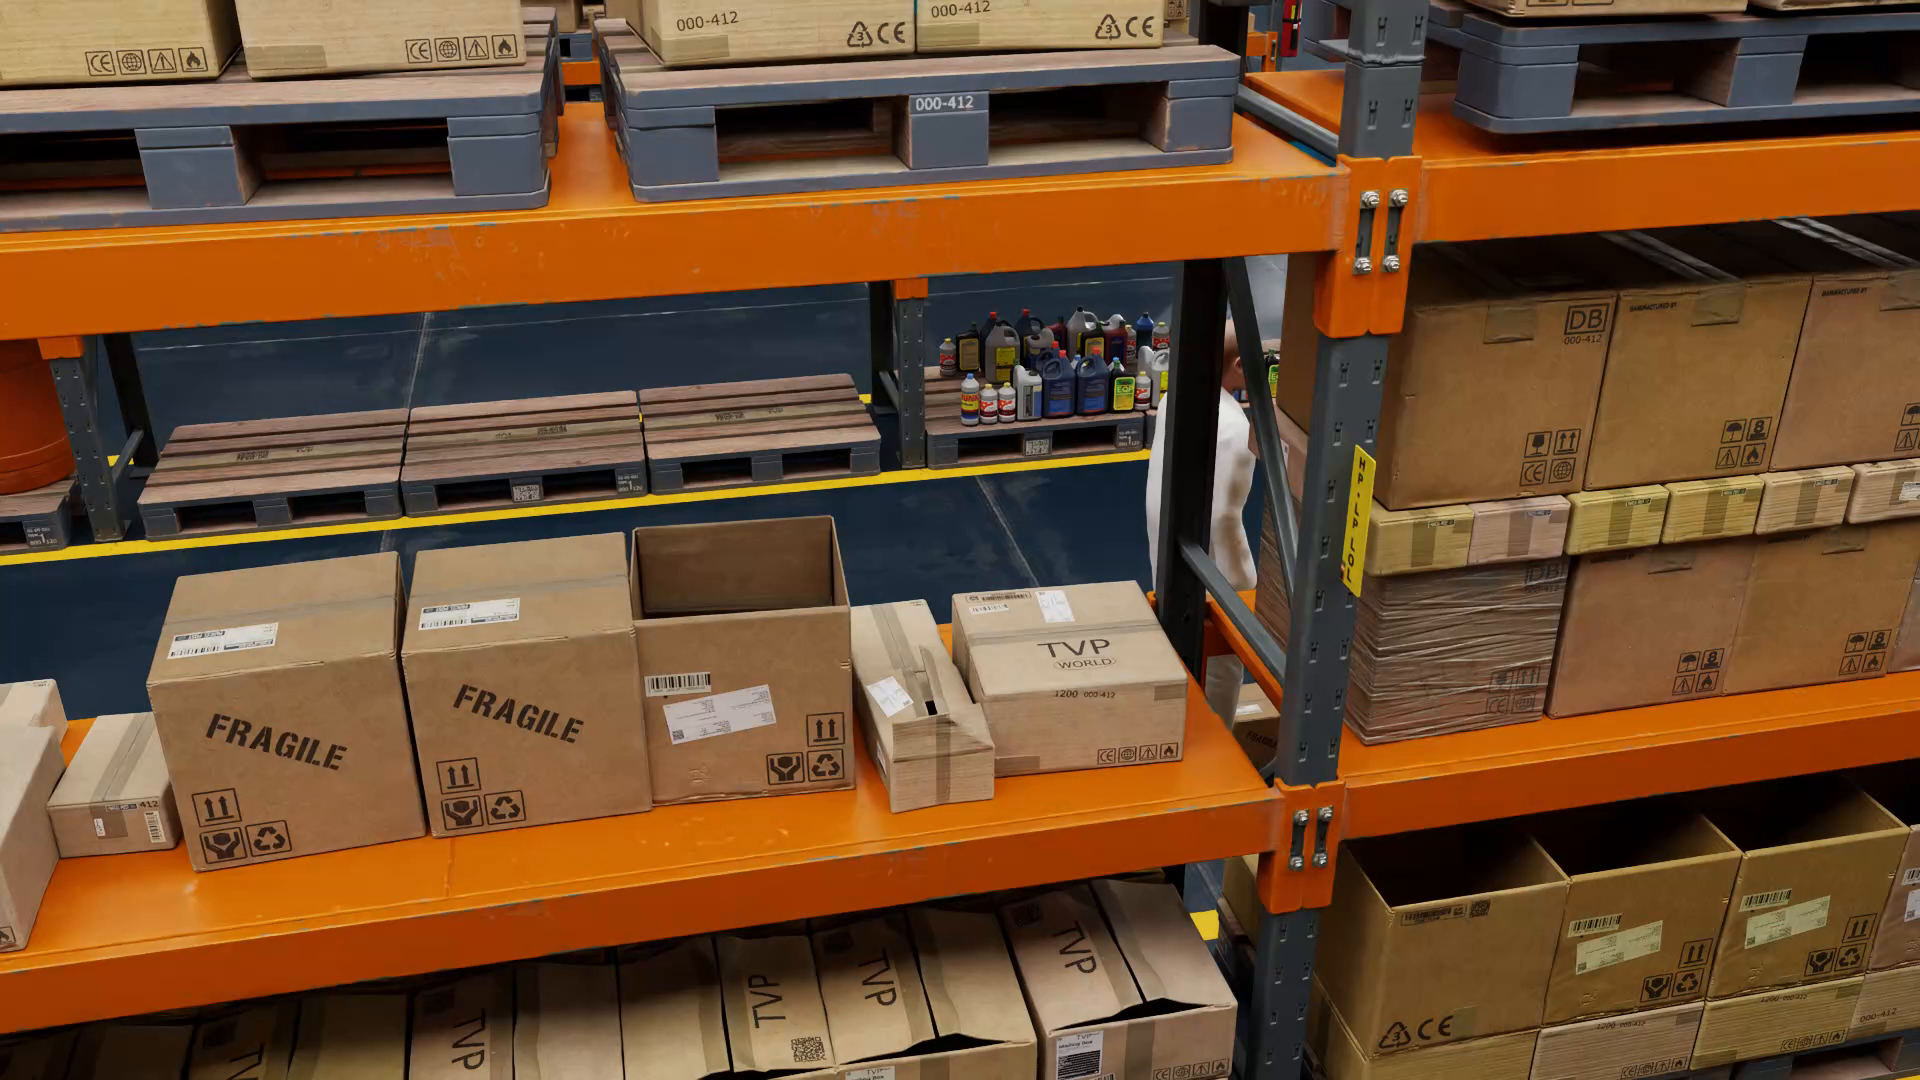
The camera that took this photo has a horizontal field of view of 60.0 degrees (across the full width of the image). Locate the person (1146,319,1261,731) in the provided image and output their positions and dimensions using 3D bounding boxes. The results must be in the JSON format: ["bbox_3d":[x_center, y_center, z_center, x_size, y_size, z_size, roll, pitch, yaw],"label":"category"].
[{"bbox_3d":[0.888,0.065,6.002,0.429,1.772,0.649,-7,27,-14],"label":"person"}]
